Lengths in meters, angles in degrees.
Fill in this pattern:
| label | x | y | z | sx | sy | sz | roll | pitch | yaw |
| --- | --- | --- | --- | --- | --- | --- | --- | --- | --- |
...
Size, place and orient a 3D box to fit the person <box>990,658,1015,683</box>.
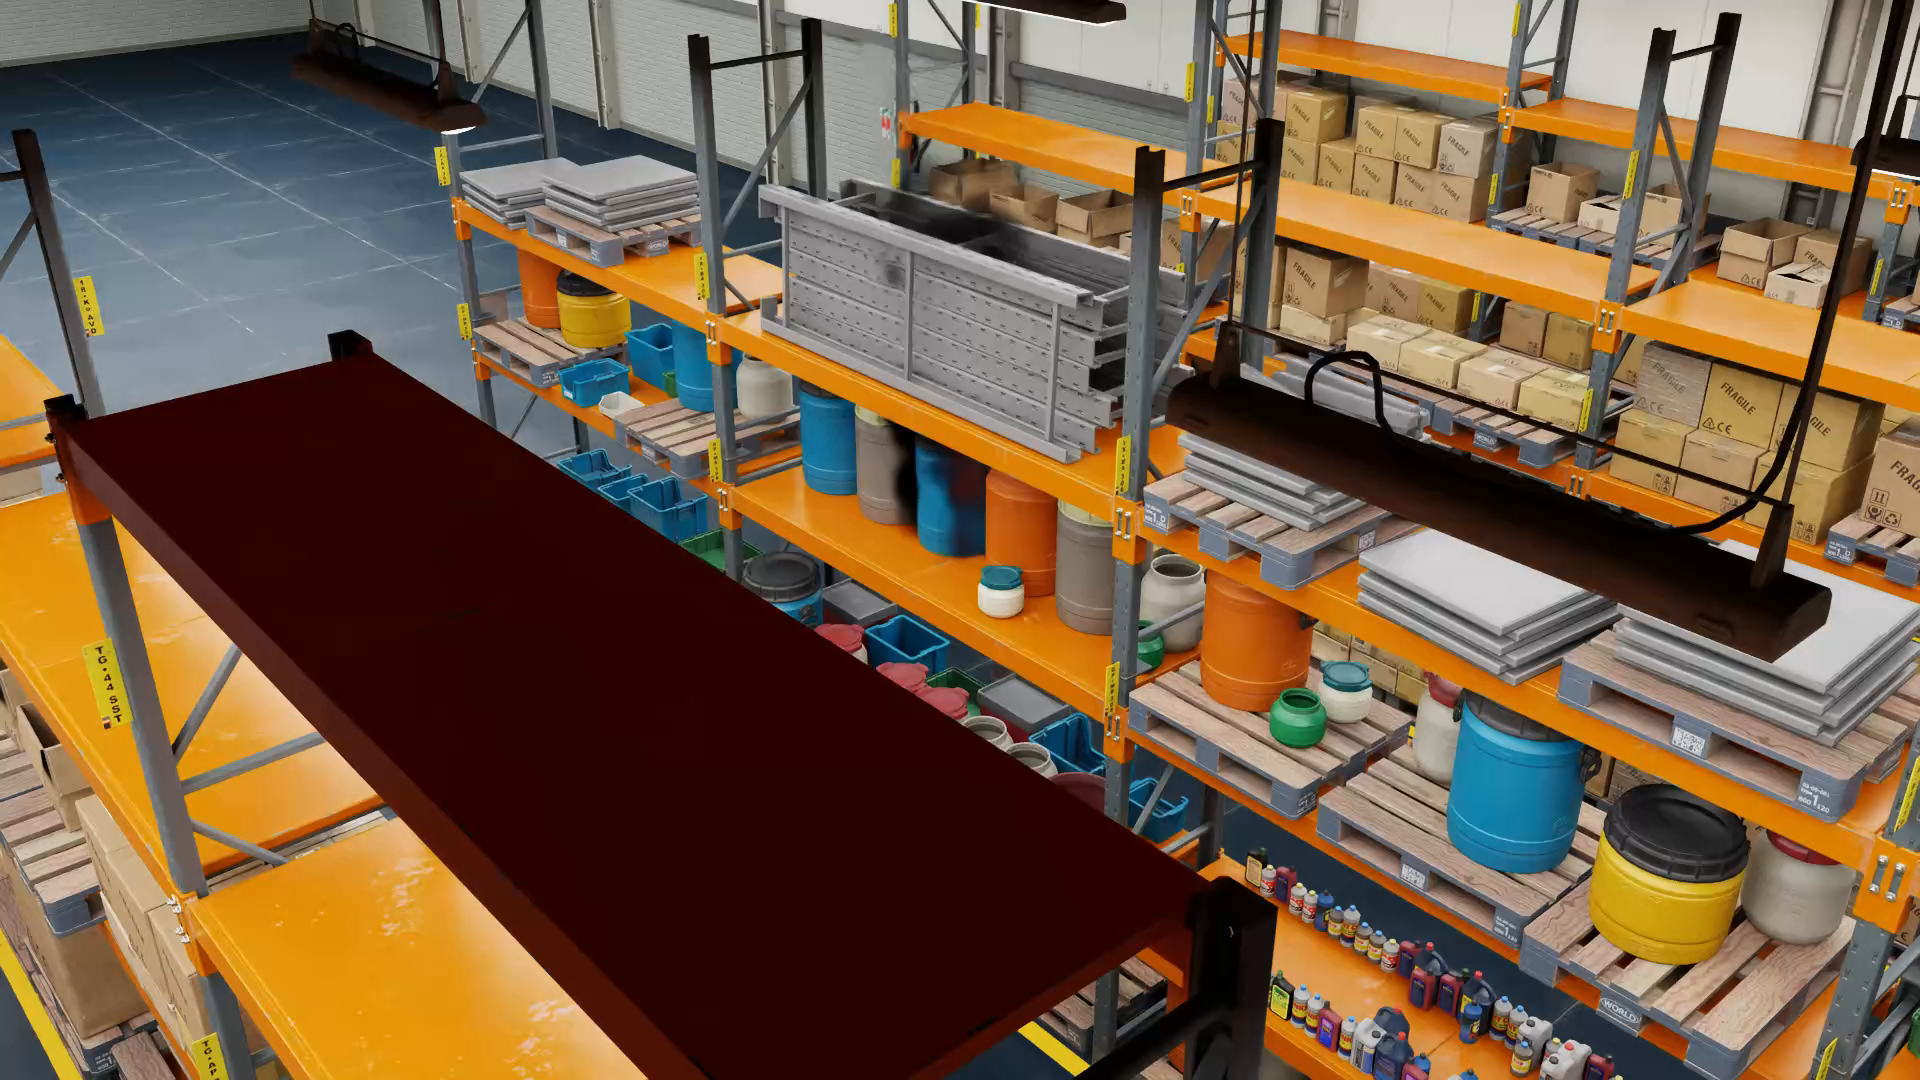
| label | x | y | z | sx | sy | sz | roll | pitch | yaw |
| --- | --- | --- | --- | --- | --- | --- | --- | --- | --- |
| person | 0.422 | 0.828 | 13.474 | 0.493 | 1.666 | 0.609 | 22 | 34 | 37 |
